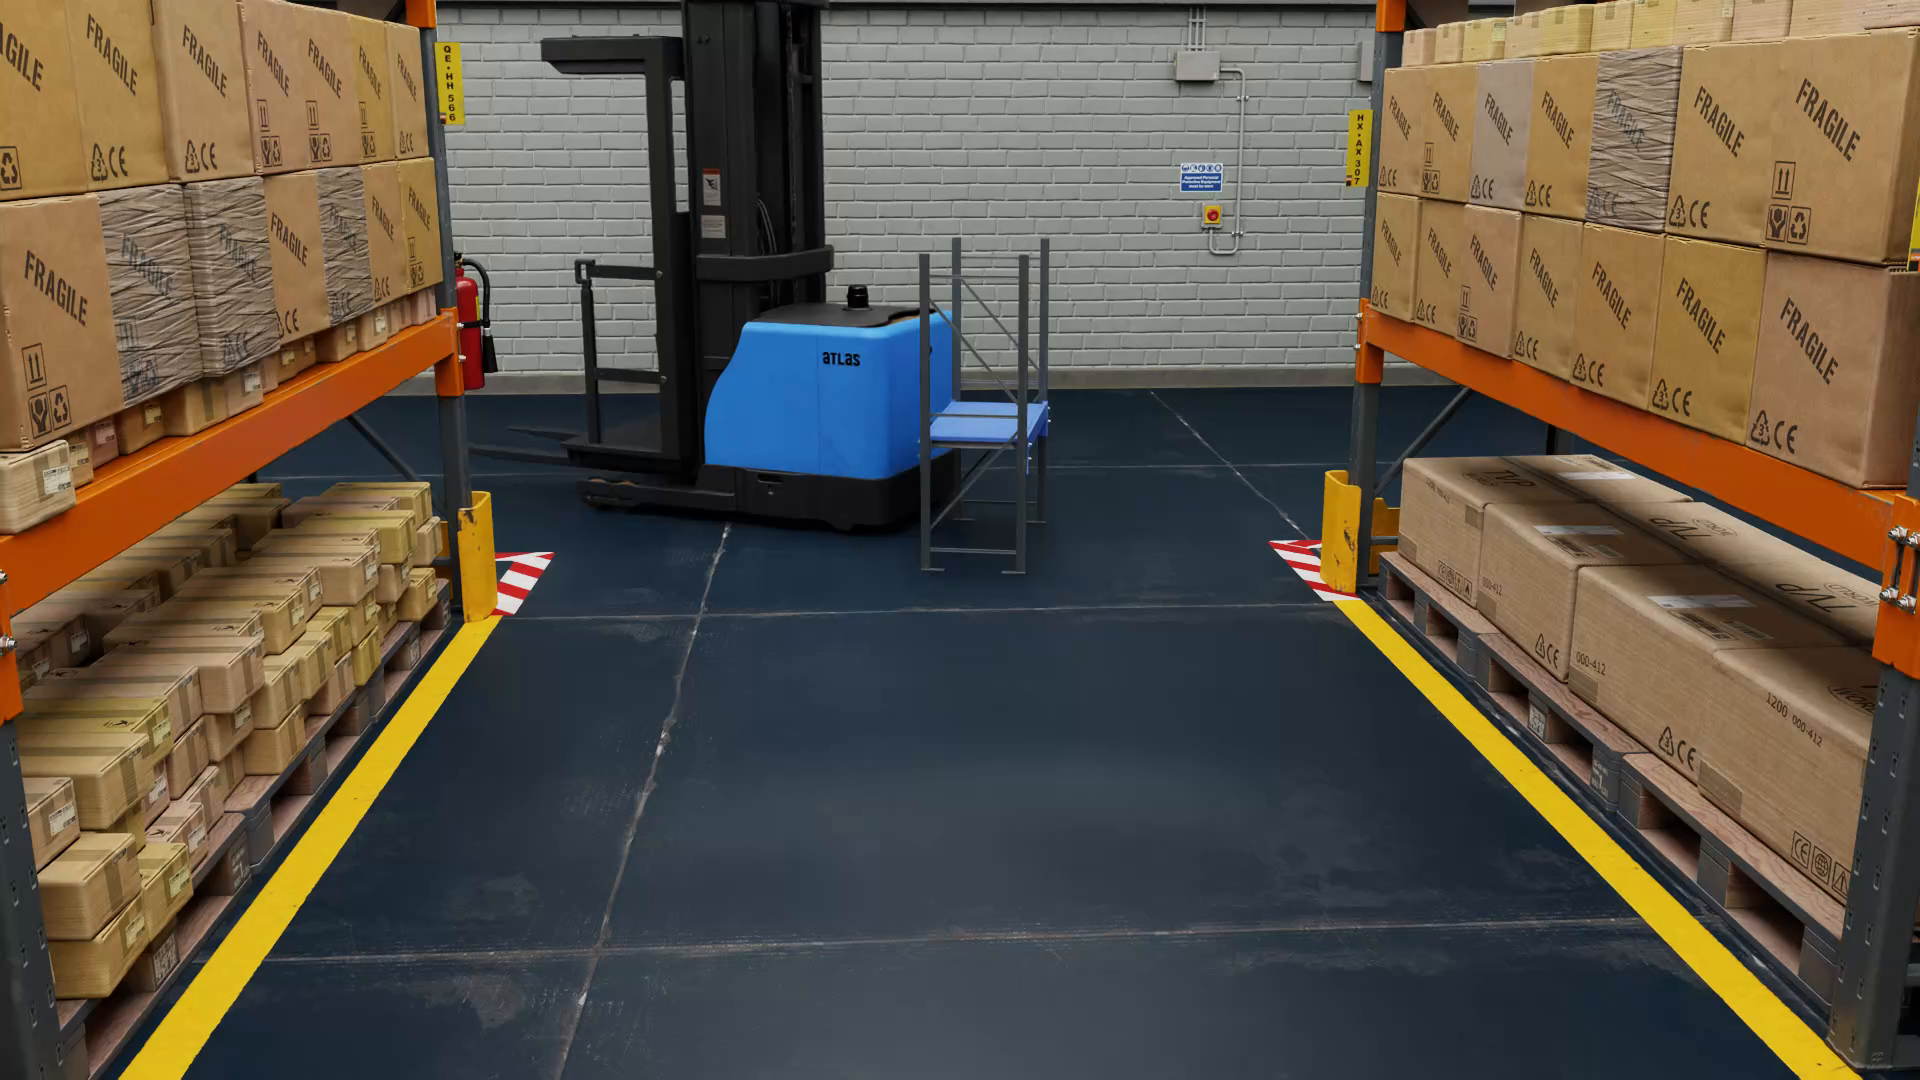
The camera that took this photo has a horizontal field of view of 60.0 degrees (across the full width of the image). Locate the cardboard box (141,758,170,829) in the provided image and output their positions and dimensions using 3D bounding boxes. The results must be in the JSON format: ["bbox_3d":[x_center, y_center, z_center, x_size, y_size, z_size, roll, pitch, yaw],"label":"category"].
[{"bbox_3d":[-2.256,0.660,4.224,0.380,0.149,0.250,-1,14,-4],"label":"cardboard box"}]

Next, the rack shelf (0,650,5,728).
[{"bbox_3d":[-2.272,0.689,1.273,1.077,0.370,4.000,-1,14,-3],"label":"rack shelf"}]

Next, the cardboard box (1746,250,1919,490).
[{"bbox_3d":[2.254,-0.418,3.931,0.500,0.500,0.500,-1,14,-3],"label":"cardboard box"}]

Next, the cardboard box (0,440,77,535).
[{"bbox_3d":[-2.087,-0.111,3.441,0.380,0.149,0.250,0,14,-1],"label":"cardboard box"}]

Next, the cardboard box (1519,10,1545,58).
[{"bbox_3d":[2.101,-1.685,5.545,0.380,0.149,0.250,-1,14,-3],"label":"cardboard box"}]

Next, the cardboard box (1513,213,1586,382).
[{"bbox_3d":[2.154,-0.801,5.421,0.500,0.500,0.500,0,14,-2],"label":"cardboard box"}]

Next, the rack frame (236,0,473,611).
[{"bbox_3d":[-2.644,-1.152,6.983,1.000,3.000,0.127,-1,14,-3],"label":"rack frame"}]

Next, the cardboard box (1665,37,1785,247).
[{"bbox_3d":[2.210,-1.030,4.304,0.500,0.500,0.500,-1,14,-4],"label":"cardboard box"}]

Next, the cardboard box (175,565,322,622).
[{"bbox_3d":[-2.327,0.190,5.454,0.380,0.149,0.250,-1,14,-5],"label":"cardboard box"}]

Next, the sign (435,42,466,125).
[{"bbox_3d":[-2.089,-1.869,6.813,0.100,0.325,0.005,-1,14,-3],"label":"sign"}]

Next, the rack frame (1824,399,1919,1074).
[{"bbox_3d":[2.538,-0.258,3.511,1.000,3.000,0.127,-1,14,-3],"label":"rack frame"}]

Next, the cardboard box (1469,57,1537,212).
[{"bbox_3d":[2.114,-1.406,5.763,0.500,0.500,0.500,-1,14,-4],"label":"cardboard box"}]

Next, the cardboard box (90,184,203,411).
[{"bbox_3d":[-2.213,-0.599,4.038,0.500,0.500,0.500,-1,14,-3],"label":"cardboard box"}]

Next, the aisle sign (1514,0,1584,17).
[{"bbox_3d":[2.595,-2.535,7.142,0.394,0.787,0.004,-1,14,-3],"label":"aisle sign"}]

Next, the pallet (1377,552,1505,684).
[{"bbox_3d":[2.418,0.295,6.957,1.003,0.211,1.213,-1,14,-3],"label":"pallet"}]

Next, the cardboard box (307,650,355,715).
[{"bbox_3d":[-2.252,0.475,5.540,0.380,0.149,0.250,-1,14,-2],"label":"cardboard box"}]

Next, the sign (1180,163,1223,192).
[{"bbox_3d":[1.866,-2.801,12.849,0.327,0.218,0.001,-1,14,-3],"label":"sign"}]

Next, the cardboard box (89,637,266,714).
[{"bbox_3d":[-2.207,0.383,4.703,0.380,0.149,0.250,-1,14,-2],"label":"cardboard box"}]

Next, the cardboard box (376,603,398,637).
[{"bbox_3d":[-2.356,0.283,6.286,0.380,0.149,0.250,-1,14,-4],"label":"cardboard box"}]

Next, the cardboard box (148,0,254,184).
[{"bbox_3d":[-2.229,-1.204,4.382,0.500,0.500,0.500,-1,14,-3],"label":"cardboard box"}]

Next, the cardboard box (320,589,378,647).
[{"bbox_3d":[-2.248,0.266,5.754,0.380,0.149,0.250,-1,14,-3],"label":"cardboard box"}]

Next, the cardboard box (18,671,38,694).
[{"bbox_3d":[-2.694,0.457,4.414,0.380,0.149,0.250,0,14,-2],"label":"cardboard box"}]

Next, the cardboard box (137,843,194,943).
[{"bbox_3d":[-2.115,0.859,4.048,0.380,0.149,0.250,0,14,-2],"label":"cardboard box"}]

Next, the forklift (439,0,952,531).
[{"bbox_3d":[-1.563,-1.688,9.204,3.031,2.935,1.130,6,16,23],"label":"forklift"}]

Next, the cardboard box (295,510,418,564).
[{"bbox_3d":[-2.257,-0.009,6.226,0.380,0.149,0.250,-1,14,-5],"label":"cardboard box"}]

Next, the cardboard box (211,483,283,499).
[{"bbox_3d":[-2.951,-0.127,6.685,0.380,0.149,0.250,-2,15,-6],"label":"cardboard box"}]

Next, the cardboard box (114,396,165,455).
[{"bbox_3d":[-2.257,-0.307,4.204,0.380,0.149,0.250,-2,15,-6],"label":"cardboard box"}]

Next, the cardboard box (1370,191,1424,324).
[{"bbox_3d":[2.033,-1.178,6.884,0.500,0.500,0.500,-1,14,-4],"label":"cardboard box"}]

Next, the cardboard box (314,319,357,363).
[{"bbox_3d":[-2.307,-0.700,5.730,0.380,0.149,0.250,-2,15,-6],"label":"cardboard box"}]

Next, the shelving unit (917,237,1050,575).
[{"bbox_3d":[0.136,-0.699,8.232,0.538,1.500,1.048,2,15,8],"label":"shelving unit"}]

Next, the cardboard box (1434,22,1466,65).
[{"bbox_3d":[2.025,-1.877,6.293,0.380,0.149,0.250,0,14,-2],"label":"cardboard box"}]

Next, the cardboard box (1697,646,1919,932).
[{"bbox_3d":[2.606,0.621,4.391,0.875,0.438,0.875,-1,14,-4],"label":"cardboard box"}]

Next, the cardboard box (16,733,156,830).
[{"bbox_3d":[-2.169,0.574,3.960,0.380,0.149,0.250,0,14,-1],"label":"cardboard box"}]

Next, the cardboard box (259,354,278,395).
[{"bbox_3d":[-2.280,-0.503,4.967,0.380,0.149,0.250,0,14,-1],"label":"cardboard box"}]

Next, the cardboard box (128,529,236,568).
[{"bbox_3d":[-2.828,0.065,5.939,0.380,0.149,0.250,-2,15,-6],"label":"cardboard box"}]

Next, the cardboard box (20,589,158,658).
[{"bbox_3d":[-2.738,0.261,5.177,0.380,0.149,0.250,-1,14,-3],"label":"cardboard box"}]

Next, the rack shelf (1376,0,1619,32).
[{"bbox_3d":[2.414,-1.860,5.160,1.077,0.370,4.000,-1,14,-3],"label":"rack shelf"}]

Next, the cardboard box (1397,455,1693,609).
[{"bbox_3d":[2.431,-0.053,7.012,0.875,0.438,0.875,-1,14,-5],"label":"cardboard box"}]

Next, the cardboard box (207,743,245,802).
[{"bbox_3d":[-2.299,0.669,4.785,0.380,0.149,0.250,-2,15,-6],"label":"cardboard box"}]

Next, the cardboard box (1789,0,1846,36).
[{"bbox_3d":[2.288,-1.306,4.075,0.380,0.149,0.250,-1,14,-3],"label":"cardboard box"}]

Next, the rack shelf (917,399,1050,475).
[{"bbox_3d":[0.136,-0.525,8.277,0.538,0.185,1.000,2,15,8],"label":"rack shelf"}]

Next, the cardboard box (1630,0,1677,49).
[{"bbox_3d":[2.185,-1.496,4.811,0.380,0.149,0.250,-1,14,-5],"label":"cardboard box"}]

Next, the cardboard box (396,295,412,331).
[{"bbox_3d":[-2.364,-0.891,6.473,0.380,0.149,0.250,-1,14,-4],"label":"cardboard box"}]

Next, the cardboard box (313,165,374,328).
[{"bbox_3d":[-2.292,-0.982,5.527,0.500,0.500,0.500,-1,14,-3],"label":"cardboard box"}]

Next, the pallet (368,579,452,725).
[{"bbox_3d":[-2.624,0.420,6.469,1.003,0.211,1.213,-1,14,-3],"label":"pallet"}]

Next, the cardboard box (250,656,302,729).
[{"bbox_3d":[-2.215,0.460,5.000,0.380,0.149,0.250,-1,14,-4],"label":"cardboard box"}]

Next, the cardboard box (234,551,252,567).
[{"bbox_3d":[-2.804,0.144,6.227,0.380,0.149,0.250,-1,14,-3],"label":"cardboard box"}]

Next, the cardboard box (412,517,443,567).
[{"bbox_3d":[-2.327,0.008,6.756,0.380,0.149,0.250,-1,14,-5],"label":"cardboard box"}]

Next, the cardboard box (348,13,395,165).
[{"bbox_3d":[-2.336,-1.592,5.891,0.500,0.500,0.500,-1,14,-5],"label":"cardboard box"}]
